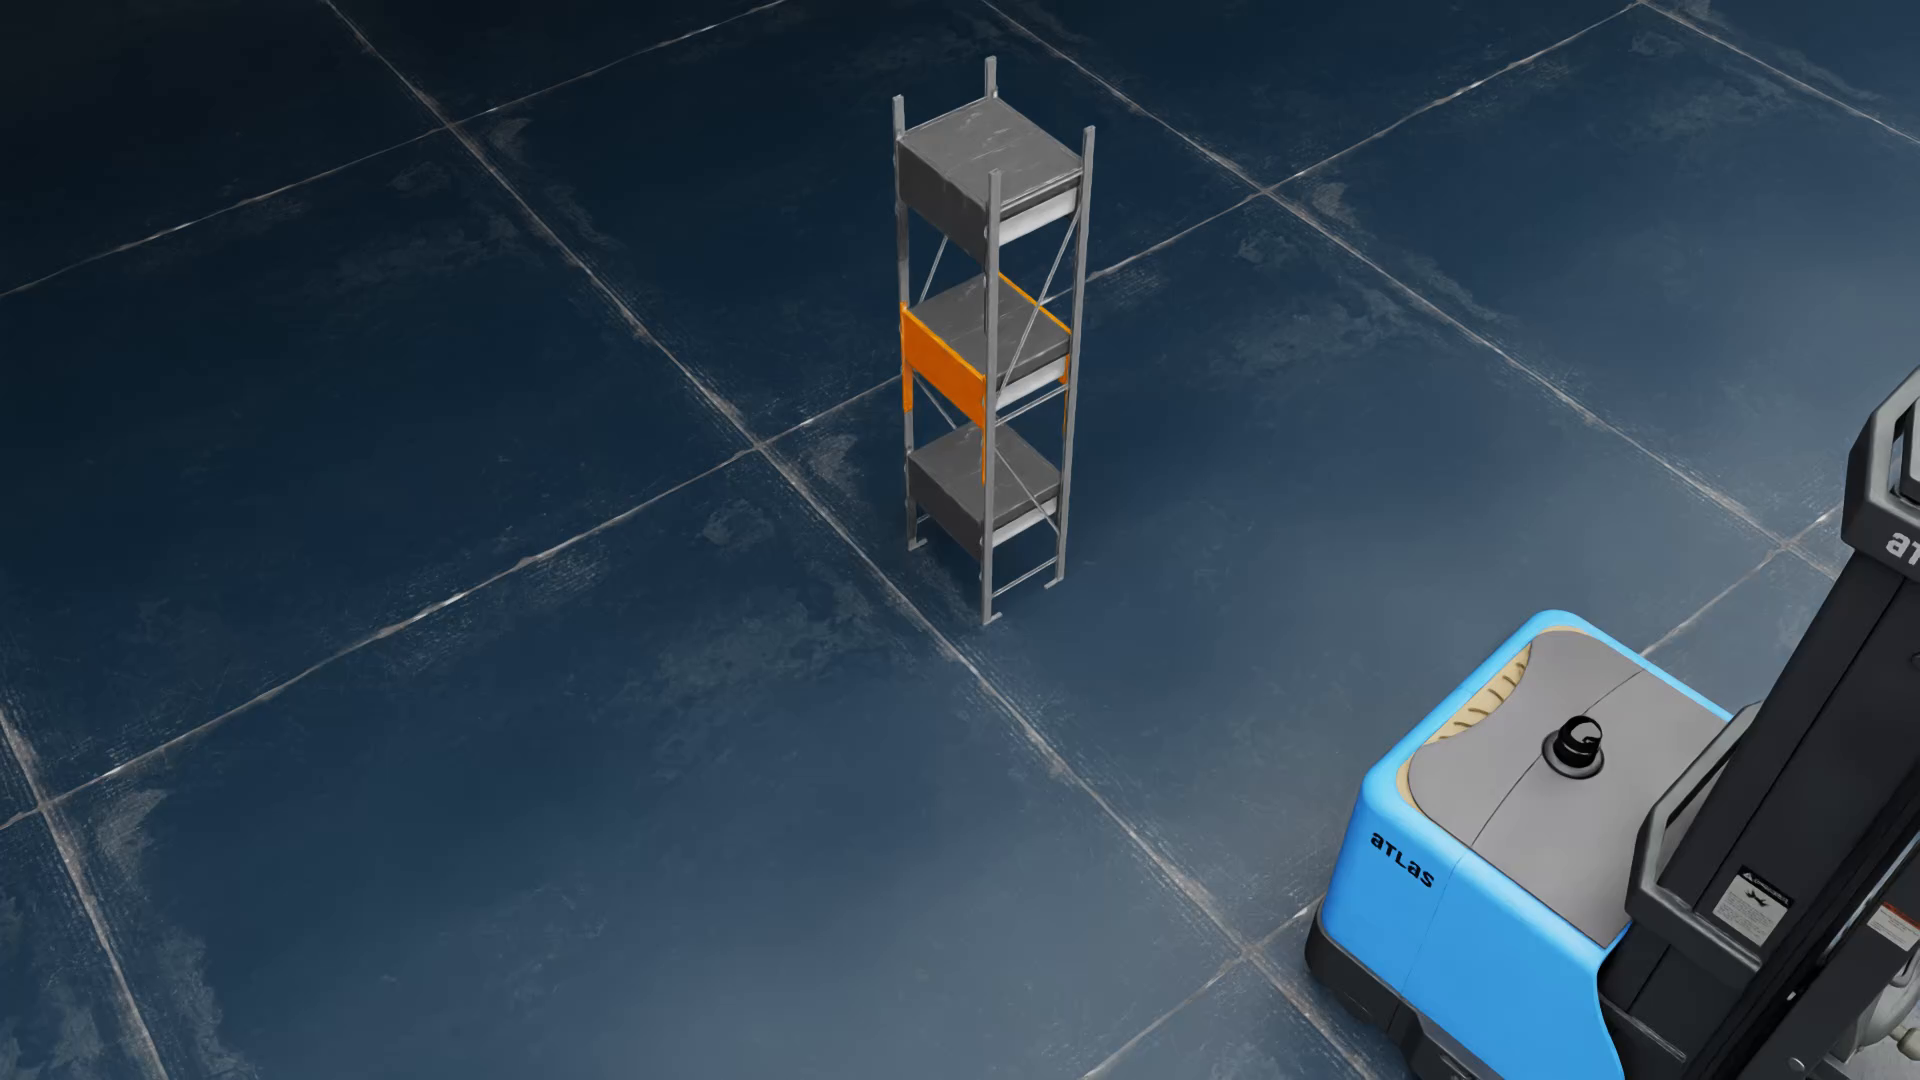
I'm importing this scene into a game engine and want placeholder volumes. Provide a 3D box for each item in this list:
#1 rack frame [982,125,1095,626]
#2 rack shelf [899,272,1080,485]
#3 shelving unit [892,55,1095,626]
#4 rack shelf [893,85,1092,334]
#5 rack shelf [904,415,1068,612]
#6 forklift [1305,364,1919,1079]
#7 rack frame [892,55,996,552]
[{"bbox_3d":[0.248,-0.464,5.752,0.400,2.100,0.015,-29,54,-24],"label":"rack frame"},{"bbox_3d":[0.100,-0.598,5.893,0.431,0.518,0.480,-29,54,-24],"label":"rack shelf"},{"bbox_3d":[0.100,-0.608,5.882,0.431,2.100,0.503,-29,54,-24],"label":"shelving unit"},{"bbox_3d":[0.100,-1.069,5.374,0.431,0.518,0.480,-29,54,-24],"label":"rack shelf"},{"bbox_3d":[0.100,-0.128,6.411,0.431,0.518,0.480,-29,54,-24],"label":"rack shelf"},{"bbox_3d":[2.504,0.963,3.897,1.130,2.935,3.031,-35,57,-28],"label":"forklift"},{"bbox_3d":[-0.048,-0.751,6.013,0.400,2.100,0.015,-29,54,-24],"label":"rack frame"}]
